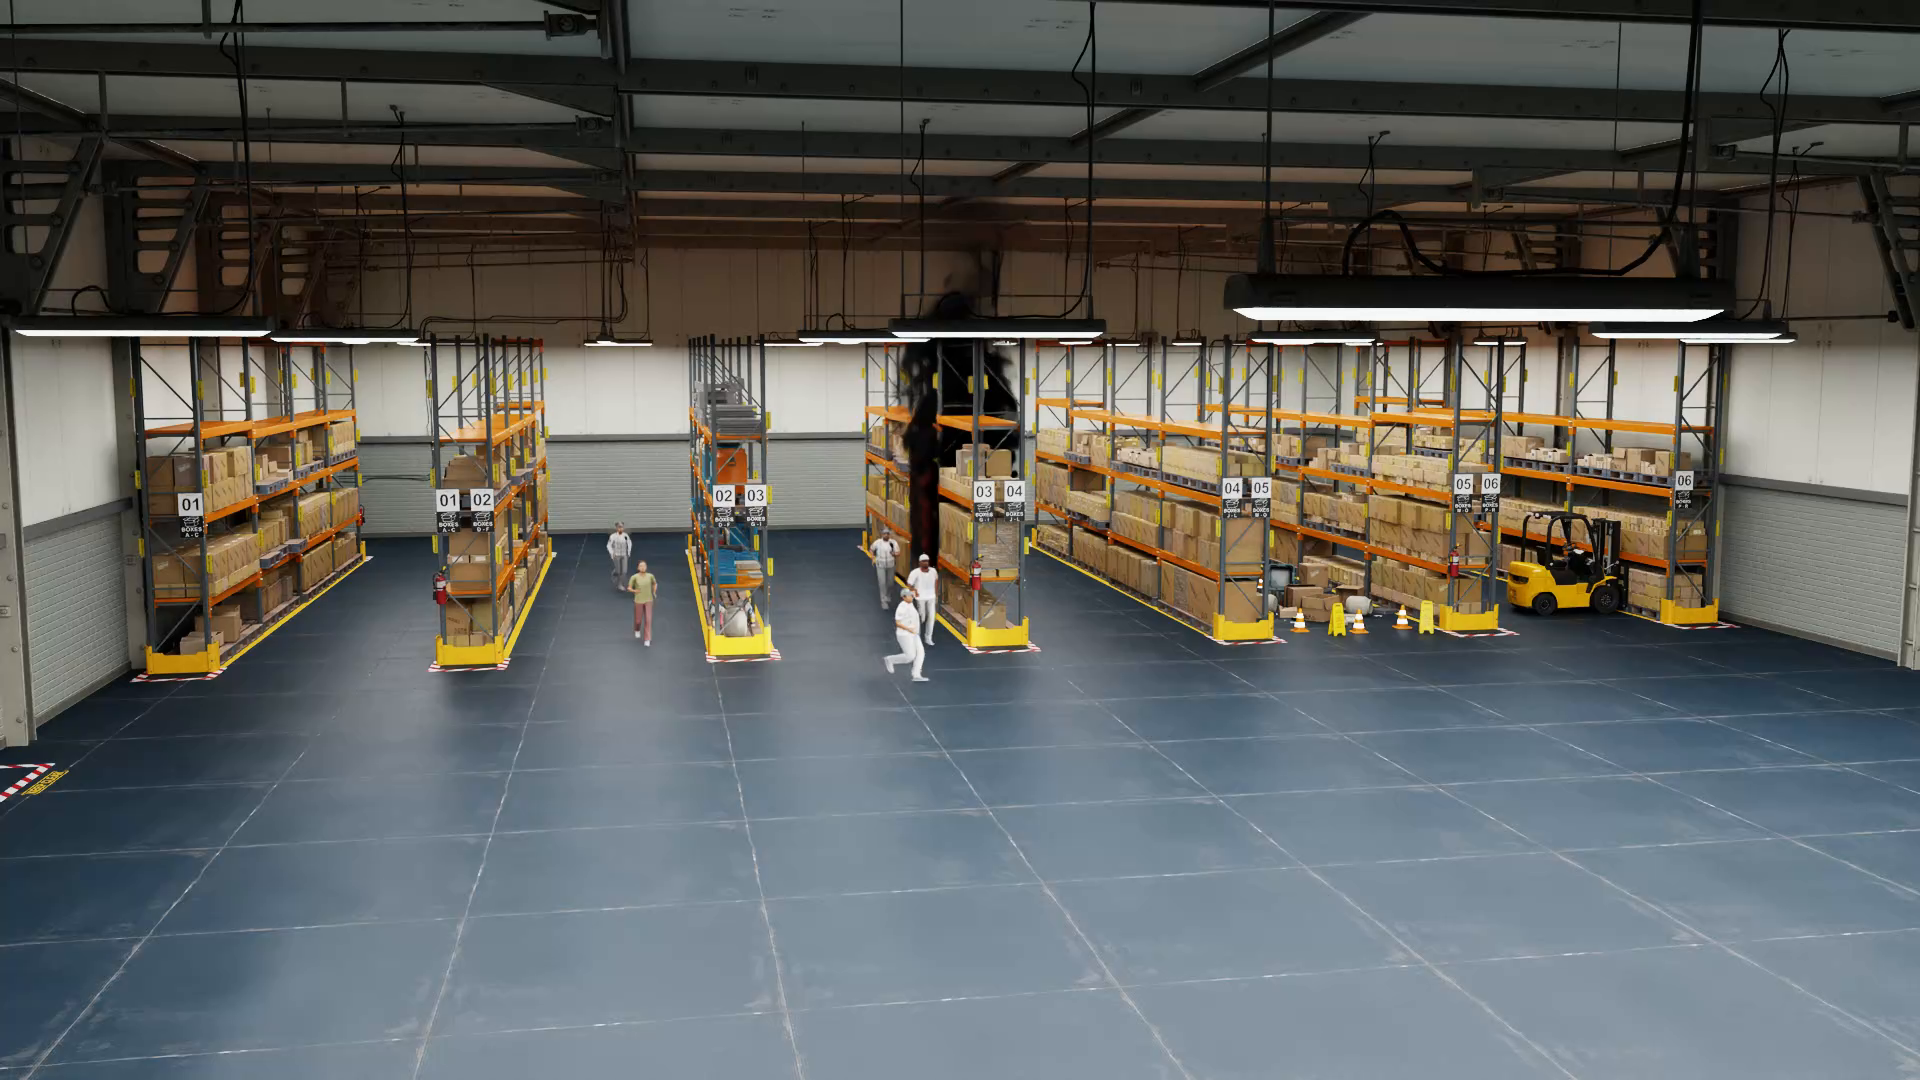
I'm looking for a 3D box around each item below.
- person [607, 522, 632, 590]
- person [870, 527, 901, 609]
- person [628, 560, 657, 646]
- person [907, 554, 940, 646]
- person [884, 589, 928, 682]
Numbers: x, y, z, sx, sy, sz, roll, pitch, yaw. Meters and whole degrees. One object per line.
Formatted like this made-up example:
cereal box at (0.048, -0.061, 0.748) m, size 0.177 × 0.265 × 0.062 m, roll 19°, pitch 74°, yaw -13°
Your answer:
person at (-8.139, 0.364, 39.779) m, size 0.603 × 1.643 × 0.593 m, roll -3°, pitch 7°, yaw -24°
person at (-1.646, 0.586, 36.938) m, size 0.661 × 1.769 × 0.984 m, roll -1°, pitch 7°, yaw -12°
person at (-6.150, 1.207, 32.287) m, size 0.589 × 1.641 × 0.877 m, roll -2°, pitch 7°, yaw -19°
person at (-0.695, 1.146, 32.467) m, size 0.699 × 1.758 × 0.850 m, roll -2°, pitch 7°, yaw -20°
person at (-0.903, 1.641, 28.727) m, size 0.769 × 1.624 × 0.621 m, roll 2°, pitch 7°, yaw 21°
